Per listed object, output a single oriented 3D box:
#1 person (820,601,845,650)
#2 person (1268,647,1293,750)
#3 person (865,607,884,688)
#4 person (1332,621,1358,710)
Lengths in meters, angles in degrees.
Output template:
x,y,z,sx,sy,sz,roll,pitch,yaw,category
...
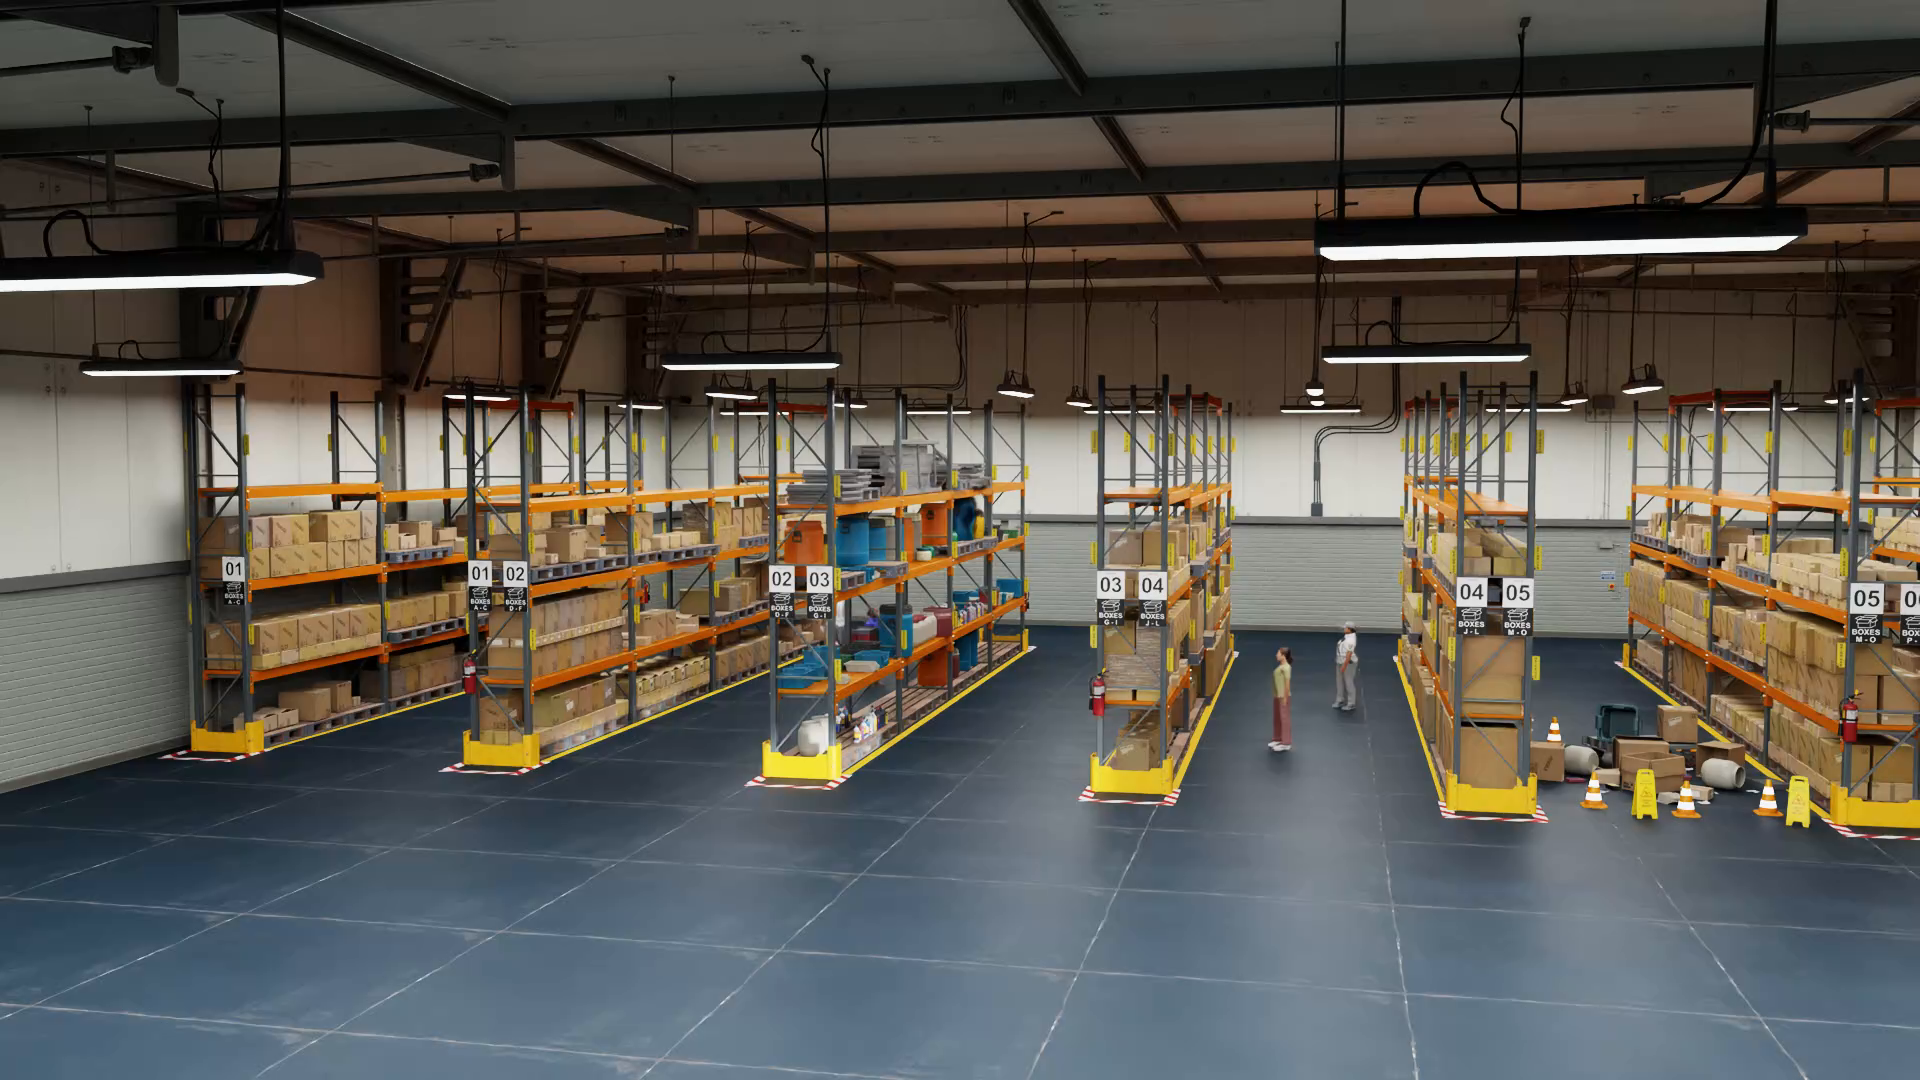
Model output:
x,y,z,sx,sy,sz,roll,pitch,yaw,category
-2.850,1.961,37.837,0.735,1.730,1.091,0,3,8,person
5.281,2.594,27.346,0.385,1.675,0.482,-1,3,-11,person
-1.769,2.211,34.251,0.320,1.652,0.557,2,4,30,person
7.322,2.366,31.569,0.438,1.657,0.525,-1,3,-11,person
